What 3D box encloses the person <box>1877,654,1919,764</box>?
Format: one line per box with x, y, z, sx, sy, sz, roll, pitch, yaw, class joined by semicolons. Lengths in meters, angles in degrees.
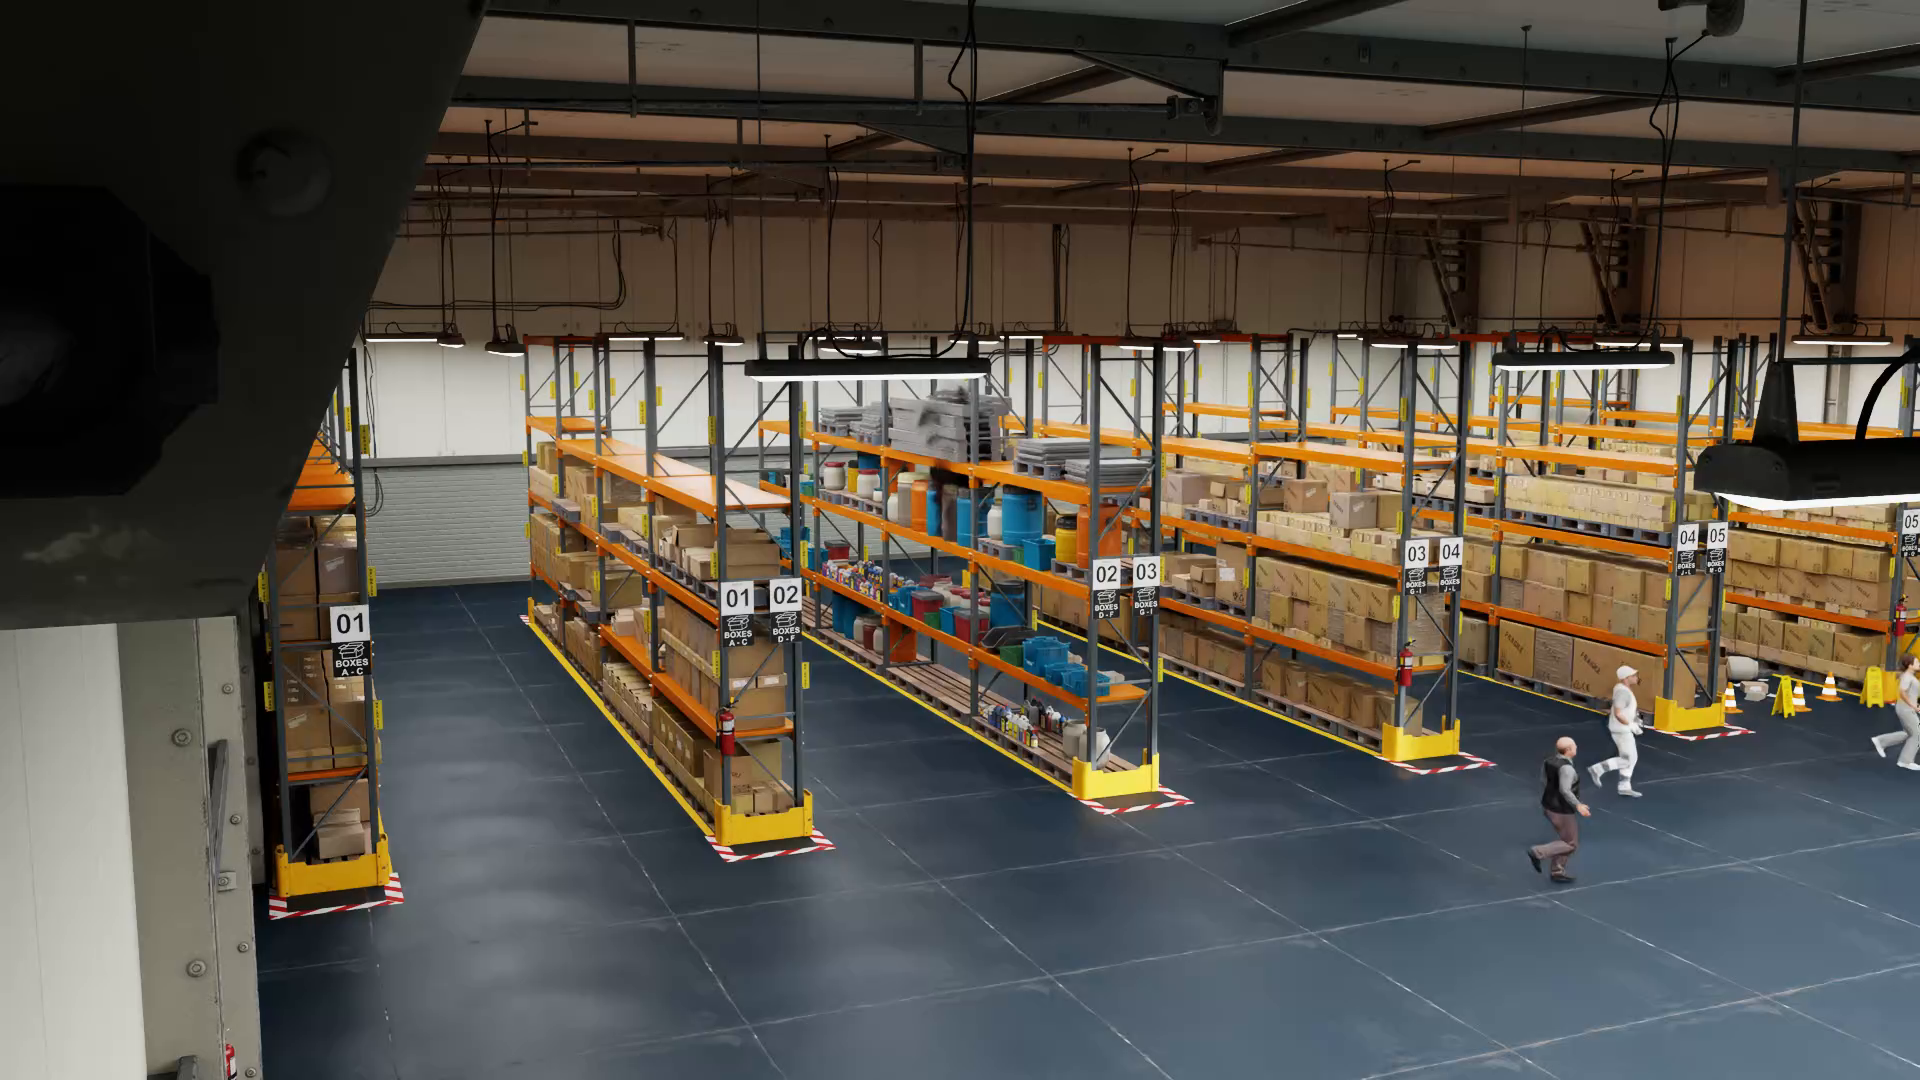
13.324;2.378;23.517;0.566;1.565;0.590;4;8;25;person

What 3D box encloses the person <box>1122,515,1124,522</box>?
3.797;0.236;39.456;0.681;1.753;0.615;0;8;-1;person

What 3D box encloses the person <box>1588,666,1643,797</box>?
8.759;2.533;22.169;0.700;1.764;0.657;2;8;18;person

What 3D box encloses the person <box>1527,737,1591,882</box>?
6.673;3.034;18.697;0.637;1.675;0.647;0;8;-3;person
